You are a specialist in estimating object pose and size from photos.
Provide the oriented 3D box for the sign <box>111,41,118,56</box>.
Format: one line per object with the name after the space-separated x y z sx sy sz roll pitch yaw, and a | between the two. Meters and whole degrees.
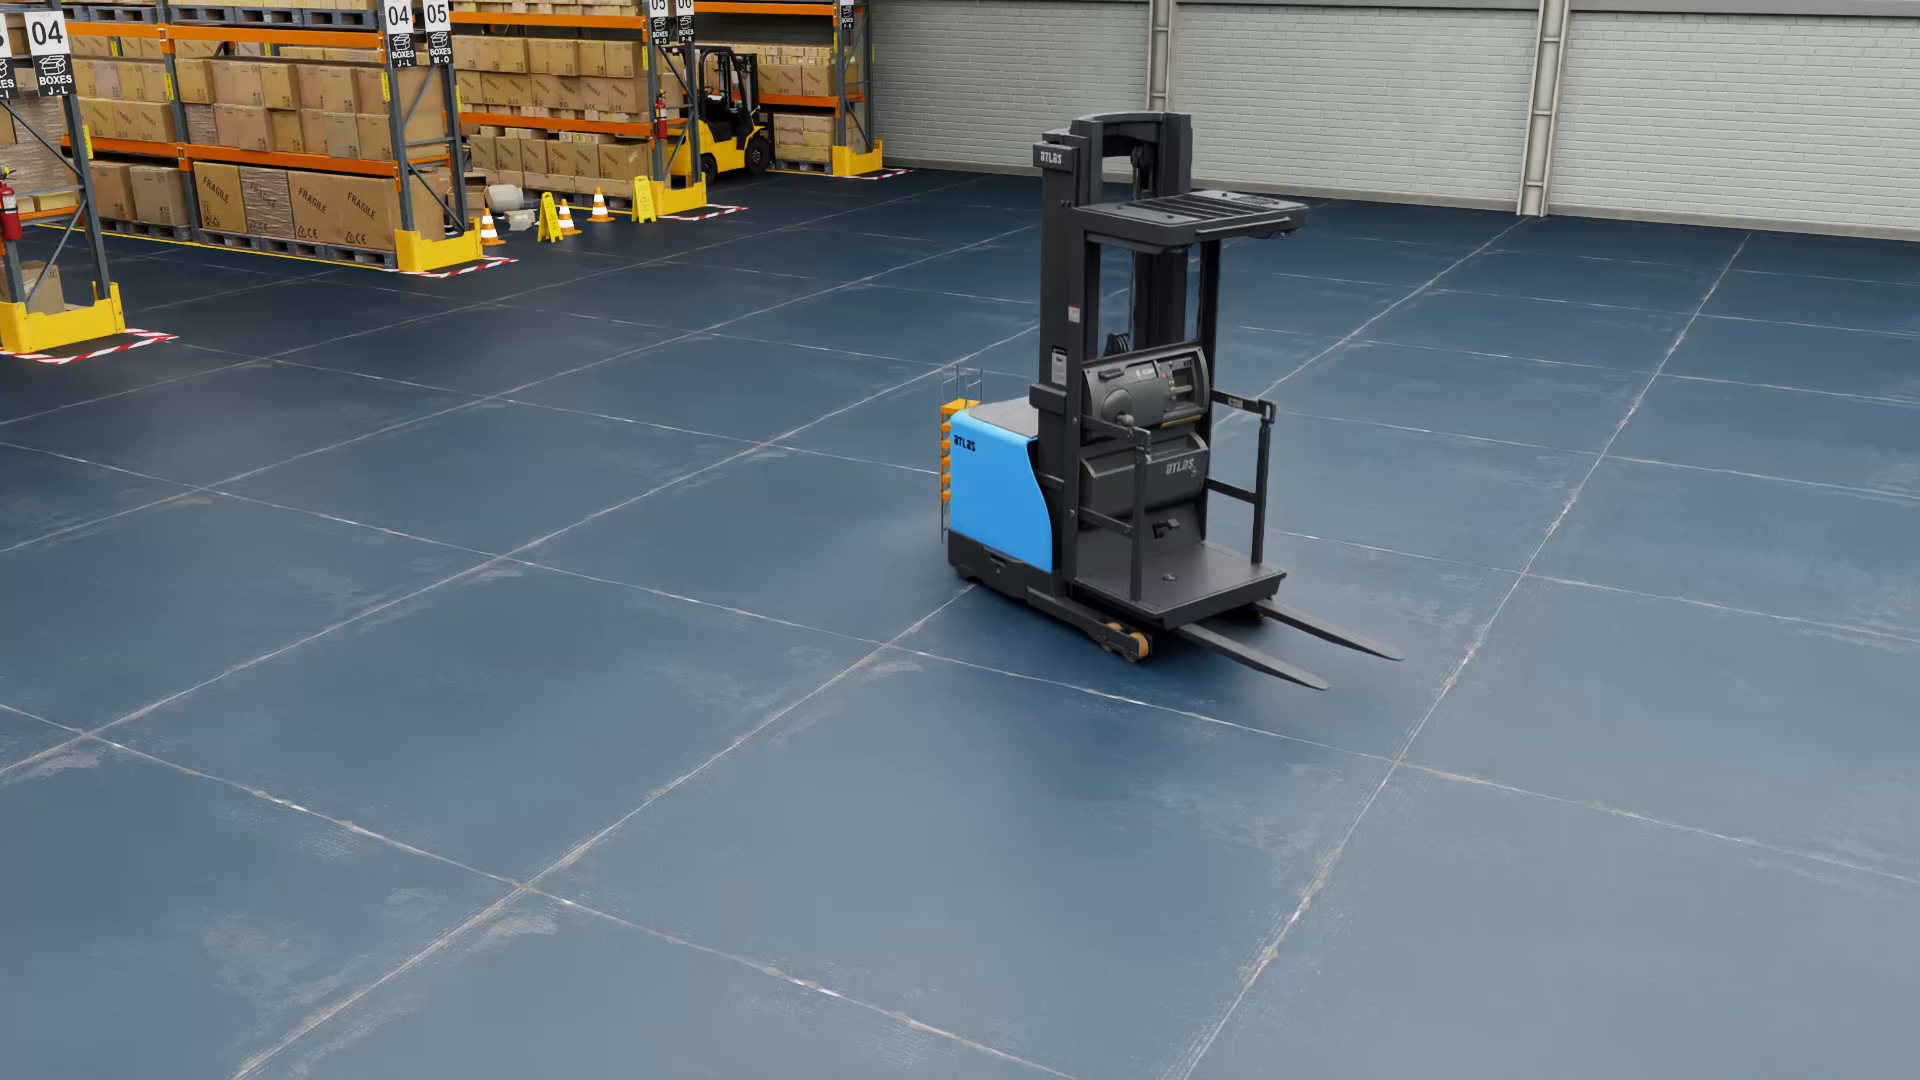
-14.974 -8.659 29.452 0.005 0.325 0.100 11 23 27 | sign

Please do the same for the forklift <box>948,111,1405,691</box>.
1.218 -0.874 9.477 1.130 2.935 3.031 -15 25 -35 | forklift

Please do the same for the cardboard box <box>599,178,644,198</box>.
-5.086 -5.348 25.126 0.500 0.250 0.500 11 23 27 | cardboard box

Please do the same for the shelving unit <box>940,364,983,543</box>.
0.013 -0.562 11.154 0.189 1.200 0.258 11 23 27 | shelving unit

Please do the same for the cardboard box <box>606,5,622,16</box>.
-4.909 -7.685 24.120 0.250 0.149 0.380 11 23 28 | cardboard box

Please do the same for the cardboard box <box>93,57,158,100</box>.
-11.373 -6.327 22.794 0.500 0.500 0.700 11 23 28 | cardboard box

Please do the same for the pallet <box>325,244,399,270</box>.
-7.290 -3.693 21.237 1.213 0.211 1.003 11 23 27 | pallet

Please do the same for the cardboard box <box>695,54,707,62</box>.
-4.506 -8.608 29.599 0.250 0.149 0.380 11 23 28 | cardboard box

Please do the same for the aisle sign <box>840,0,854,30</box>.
-1.896 -8.987 27.929 0.004 0.787 0.394 11 23 27 | aisle sign

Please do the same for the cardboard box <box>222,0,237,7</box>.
-9.005 -6.766 20.825 0.250 0.149 0.380 10 22 26 | cardboard box

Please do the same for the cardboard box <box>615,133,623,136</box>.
-6.437 -7.824 31.403 0.625 0.625 0.875 11 22 27 | cardboard box

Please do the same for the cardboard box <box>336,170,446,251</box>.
-7.178 -4.186 21.007 0.875 0.875 0.875 11 23 28 | cardboard box

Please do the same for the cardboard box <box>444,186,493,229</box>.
-6.996 -4.750 23.721 0.637 0.503 0.797 -4 20 -10 | cardboard box

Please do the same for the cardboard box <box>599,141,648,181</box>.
-5.055 -5.698 24.991 0.500 0.500 0.500 11 23 28 | cardboard box

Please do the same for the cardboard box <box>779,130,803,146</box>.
-2.821 -7.078 29.161 0.500 0.250 0.500 11 22 27 | cardboard box

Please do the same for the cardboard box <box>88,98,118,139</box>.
-11.514 -5.782 22.759 0.500 0.500 0.500 11 23 28 | cardboard box

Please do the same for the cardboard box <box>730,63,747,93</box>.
-3.708 -8.168 29.338 0.500 0.500 0.500 11 23 28 | cardboard box

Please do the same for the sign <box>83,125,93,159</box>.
-8.797 -4.003 16.733 0.005 0.325 0.100 11 23 27 | sign

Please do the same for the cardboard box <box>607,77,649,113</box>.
-4.836 -6.580 24.523 0.500 0.500 0.500 10 22 26 | cardboard box

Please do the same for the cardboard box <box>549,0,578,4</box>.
-5.700 -8.038 24.510 0.500 0.250 0.500 12 23 29 | cardboard box

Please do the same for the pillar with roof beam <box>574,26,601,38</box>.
-9.316 -10.784 27.897 0.400 9.000 9.100 11 23 27 | pillar with roof beam

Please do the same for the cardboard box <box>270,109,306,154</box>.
-8.301 -5.304 21.370 0.500 0.550 0.875 11 23 27 | cardboard box

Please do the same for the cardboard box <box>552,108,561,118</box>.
-5.984 -6.525 25.323 0.250 0.149 0.380 11 23 27 | cardboard box

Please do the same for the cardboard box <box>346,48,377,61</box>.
-9.574 -7.699 26.993 0.500 0.500 0.500 10 22 25 | cardboard box

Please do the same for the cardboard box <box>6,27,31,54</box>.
-9.356 -4.931 16.382 0.500 0.250 0.500 12 23 29 | cardboard box

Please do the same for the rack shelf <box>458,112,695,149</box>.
-5.974 -6.379 25.608 4.000 0.370 1.077 11 23 27 | rack shelf

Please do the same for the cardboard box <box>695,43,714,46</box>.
-4.495 -8.749 29.551 0.250 0.149 0.380 11 23 28 | cardboard box

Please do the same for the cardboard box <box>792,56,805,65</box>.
-2.684 -8.284 28.707 0.250 0.149 0.380 11 23 28 | cardboard box

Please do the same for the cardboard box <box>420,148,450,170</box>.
-8.809 -6.217 27.343 0.625 0.372 0.950 12 23 31 | cardboard box

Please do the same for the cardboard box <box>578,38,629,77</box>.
-5.219 -7.148 24.623 0.500 0.500 0.700 11 23 28 | cardboard box

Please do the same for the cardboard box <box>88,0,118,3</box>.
-11.231 -7.284 22.104 0.500 0.250 0.500 11 22 27 | cardboard box

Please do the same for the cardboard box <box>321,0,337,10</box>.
-7.454 -6.470 20.010 0.250 0.149 0.380 11 23 28 | cardboard box

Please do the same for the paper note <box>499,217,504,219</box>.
-6.692 -4.734 24.389 0.148 0.019 0.142 -16 26 -38 | paper note

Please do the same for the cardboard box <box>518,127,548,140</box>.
-6.571 -6.266 25.607 0.250 0.149 0.380 12 23 30 | cardboard box

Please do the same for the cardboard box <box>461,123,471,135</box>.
-9.701 -8.309 32.921 0.500 0.500 0.500 10 22 26 | cardboard box

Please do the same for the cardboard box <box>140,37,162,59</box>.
-14.003 -8.662 29.234 0.500 0.500 0.500 11 22 27 | cardboard box

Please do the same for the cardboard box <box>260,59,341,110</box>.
-8.333 -5.793 21.132 0.500 0.550 0.875 11 23 27 | cardboard box

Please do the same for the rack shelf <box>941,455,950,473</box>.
0.013 -0.520 11.169 0.180 0.103 0.258 11 23 27 | rack shelf

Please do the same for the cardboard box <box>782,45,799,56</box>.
-2.879 -8.483 28.817 0.250 0.149 0.380 11 23 28 | cardboard box

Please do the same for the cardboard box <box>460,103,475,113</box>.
-7.602 -6.784 26.037 0.250 0.149 0.380 11 23 27 | cardboard box

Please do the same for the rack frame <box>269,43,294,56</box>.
-11.212 -7.715 28.236 0.127 3.000 1.000 11 23 27 | rack frame

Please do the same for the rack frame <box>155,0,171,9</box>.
-10.046 -8.380 21.270 0.127 3.000 1.000 11 23 27 | rack frame

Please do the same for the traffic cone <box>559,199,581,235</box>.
-5.477 -4.493 23.072 0.334 0.463 0.336 11 23 27 | traffic cone

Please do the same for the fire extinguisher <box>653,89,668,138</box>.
-4.353 -6.192 24.150 0.183 0.674 0.296 11 23 27 | fire extinguisher

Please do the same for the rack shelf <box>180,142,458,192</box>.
-8.300 -4.889 21.499 4.000 0.370 1.077 11 23 27 | rack shelf

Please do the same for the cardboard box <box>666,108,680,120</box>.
-4.424 -6.385 24.936 0.250 0.149 0.380 11 23 28 | cardboard box

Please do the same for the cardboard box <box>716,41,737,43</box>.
-4.191 -8.940 30.078 0.250 0.149 0.380 10 22 26 | cardboard box

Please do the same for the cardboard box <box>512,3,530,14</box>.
-6.485 -7.977 24.926 0.250 0.149 0.380 10 22 26 | cardboard box

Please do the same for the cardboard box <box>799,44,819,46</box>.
-2.658 -8.613 29.177 0.250 0.149 0.380 11 23 28 | cardboard box
